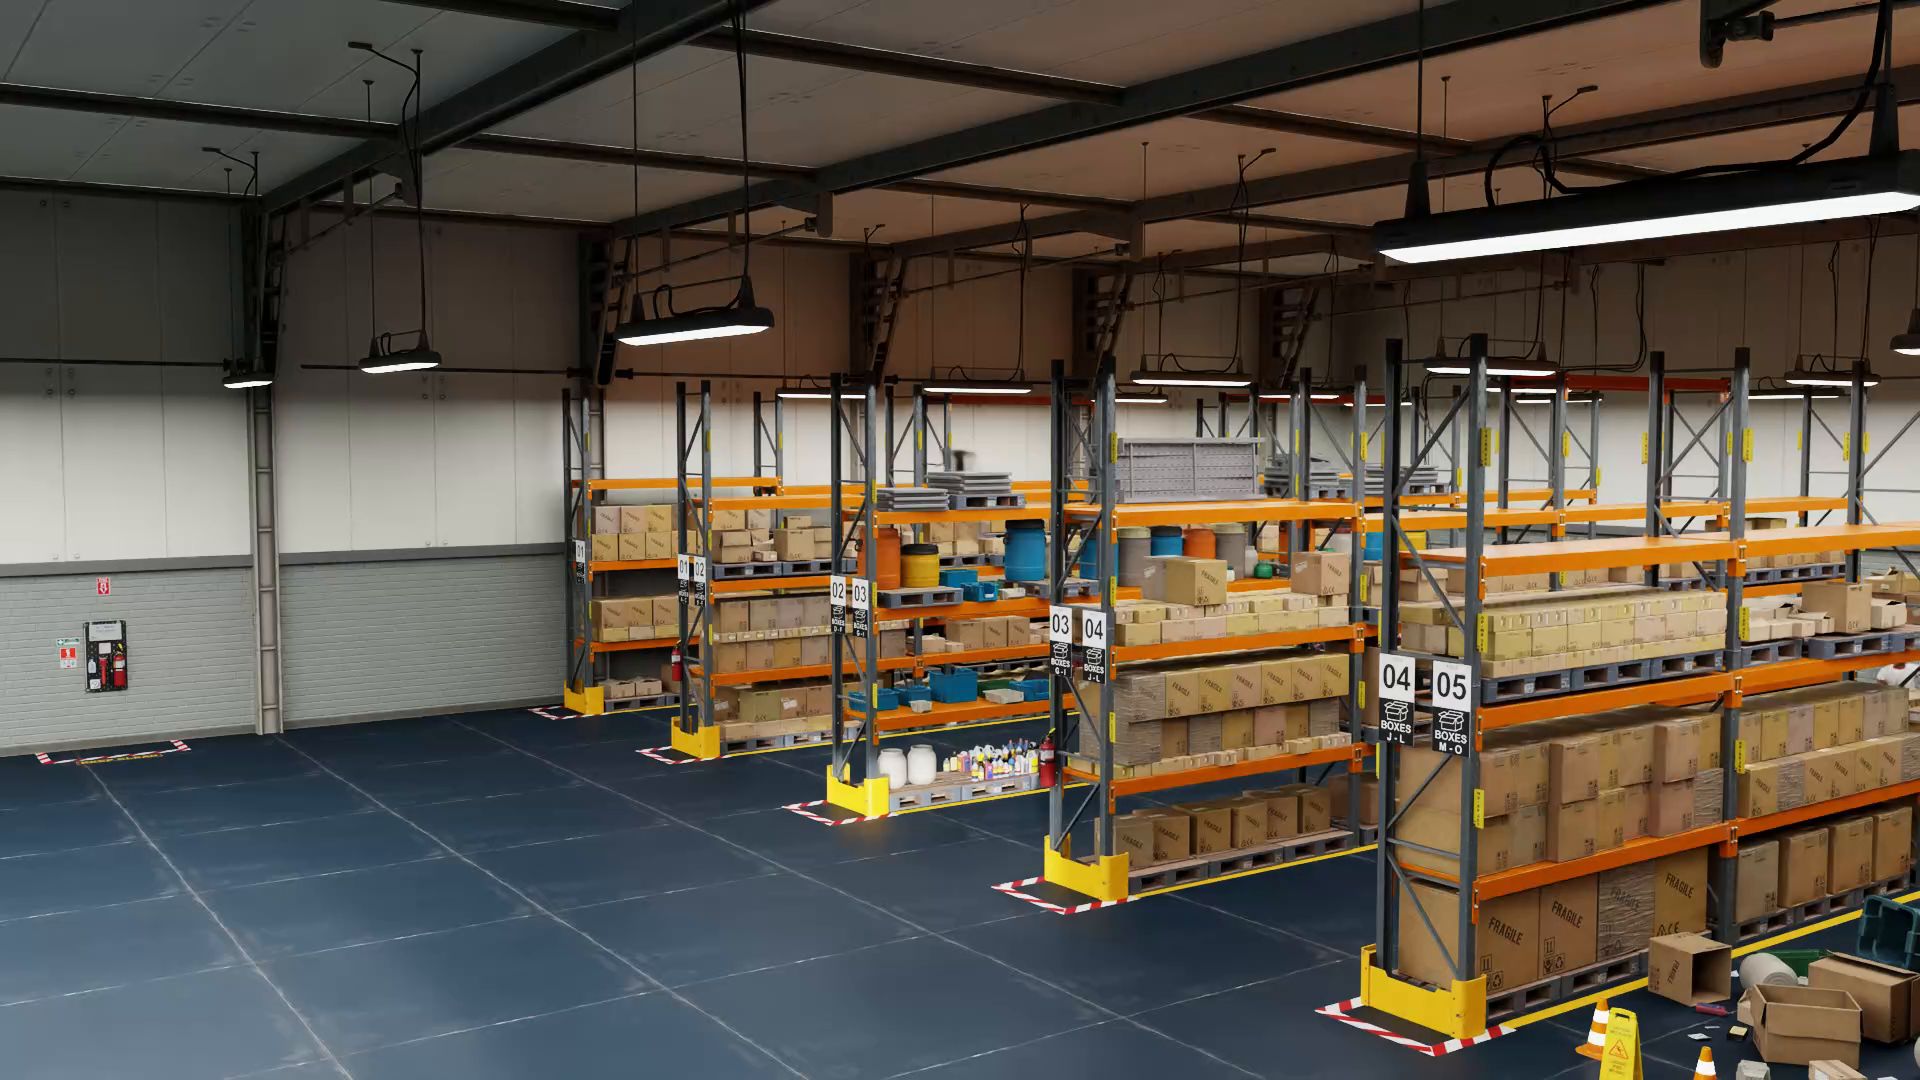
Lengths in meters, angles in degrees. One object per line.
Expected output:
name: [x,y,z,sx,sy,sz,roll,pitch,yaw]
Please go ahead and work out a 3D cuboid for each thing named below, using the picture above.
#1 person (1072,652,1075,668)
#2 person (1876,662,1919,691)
person: [2.283,2.179,35.219,0.656,1.428,0.995,3,5,41]
person: [14.899,2.585,26.344,0.866,1.823,0.685,-3,5,-36]
